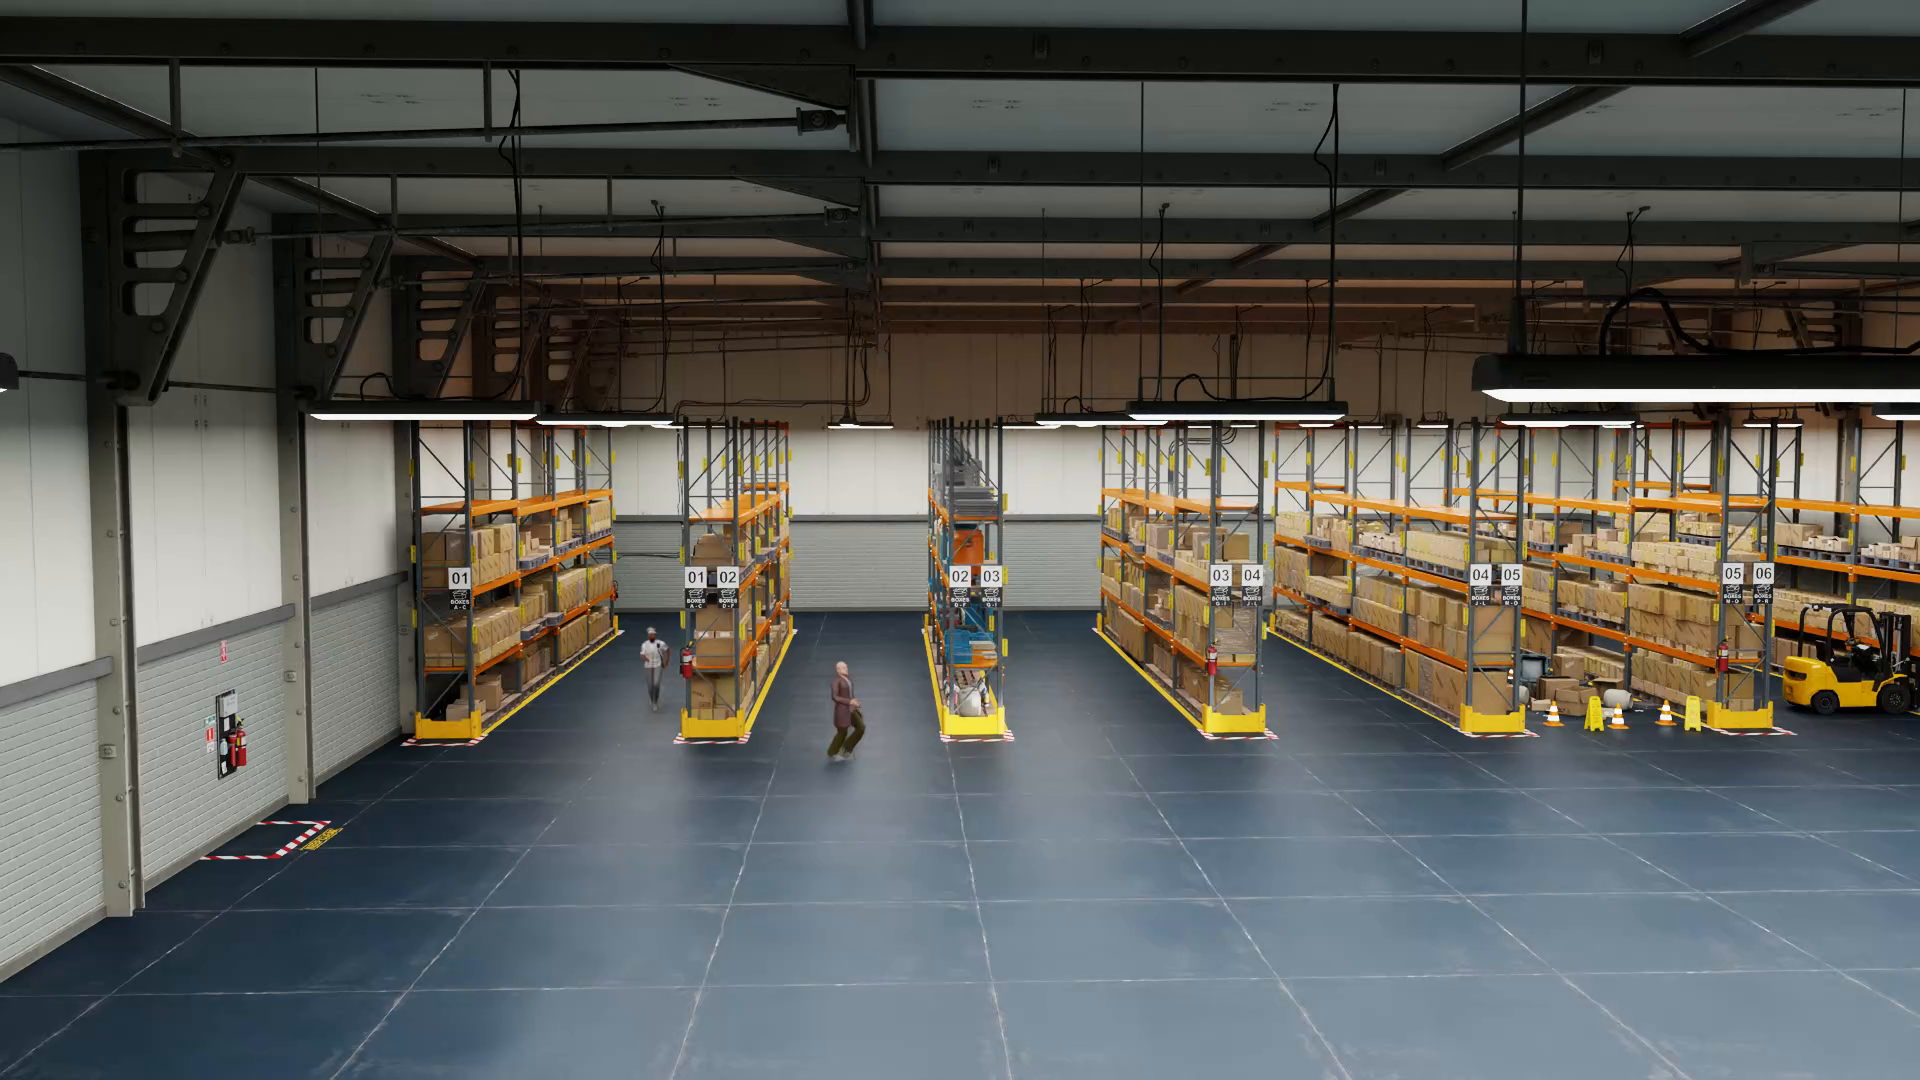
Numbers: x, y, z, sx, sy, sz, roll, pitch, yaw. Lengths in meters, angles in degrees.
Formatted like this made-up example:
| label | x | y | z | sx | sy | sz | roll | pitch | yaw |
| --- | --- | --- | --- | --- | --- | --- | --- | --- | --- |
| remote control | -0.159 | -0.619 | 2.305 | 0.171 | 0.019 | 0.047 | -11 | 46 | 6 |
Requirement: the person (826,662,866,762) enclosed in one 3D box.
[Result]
| label | x | y | z | sx | sy | sz | roll | pitch | yaw |
| --- | --- | --- | --- | --- | --- | --- | --- | --- | --- |
| person | -1.985 | 2.980 | 28.768 | 0.741 | 1.770 | 0.719 | 2 | 4 | 29 |

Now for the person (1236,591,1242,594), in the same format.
| label | x | y | z | sx | sy | sz | roll | pitch | yaw |
| --- | --- | --- | --- | --- | --- | --- | --- | --- | --- |
| person | 7.922 | 1.702 | 48.543 | 0.567 | 1.726 | 0.800 | -2 | 4 | -24 |

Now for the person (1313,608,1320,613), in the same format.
| label | x | y | z | sx | sy | sz | roll | pitch | yaw |
| --- | --- | --- | --- | --- | --- | --- | --- | --- | --- |
| person | 10.436 | 1.651 | 49.055 | 0.618 | 1.741 | 0.684 | 0 | 4 | -4 |

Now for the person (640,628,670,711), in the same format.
| label | x | y | z | sx | sy | sz | roll | pitch | yaw |
| --- | --- | --- | --- | --- | --- | --- | --- | --- | --- |
| person | -6.307 | 2.662 | 34.317 | 0.581 | 1.728 | 0.734 | 0 | 4 | -1 |
